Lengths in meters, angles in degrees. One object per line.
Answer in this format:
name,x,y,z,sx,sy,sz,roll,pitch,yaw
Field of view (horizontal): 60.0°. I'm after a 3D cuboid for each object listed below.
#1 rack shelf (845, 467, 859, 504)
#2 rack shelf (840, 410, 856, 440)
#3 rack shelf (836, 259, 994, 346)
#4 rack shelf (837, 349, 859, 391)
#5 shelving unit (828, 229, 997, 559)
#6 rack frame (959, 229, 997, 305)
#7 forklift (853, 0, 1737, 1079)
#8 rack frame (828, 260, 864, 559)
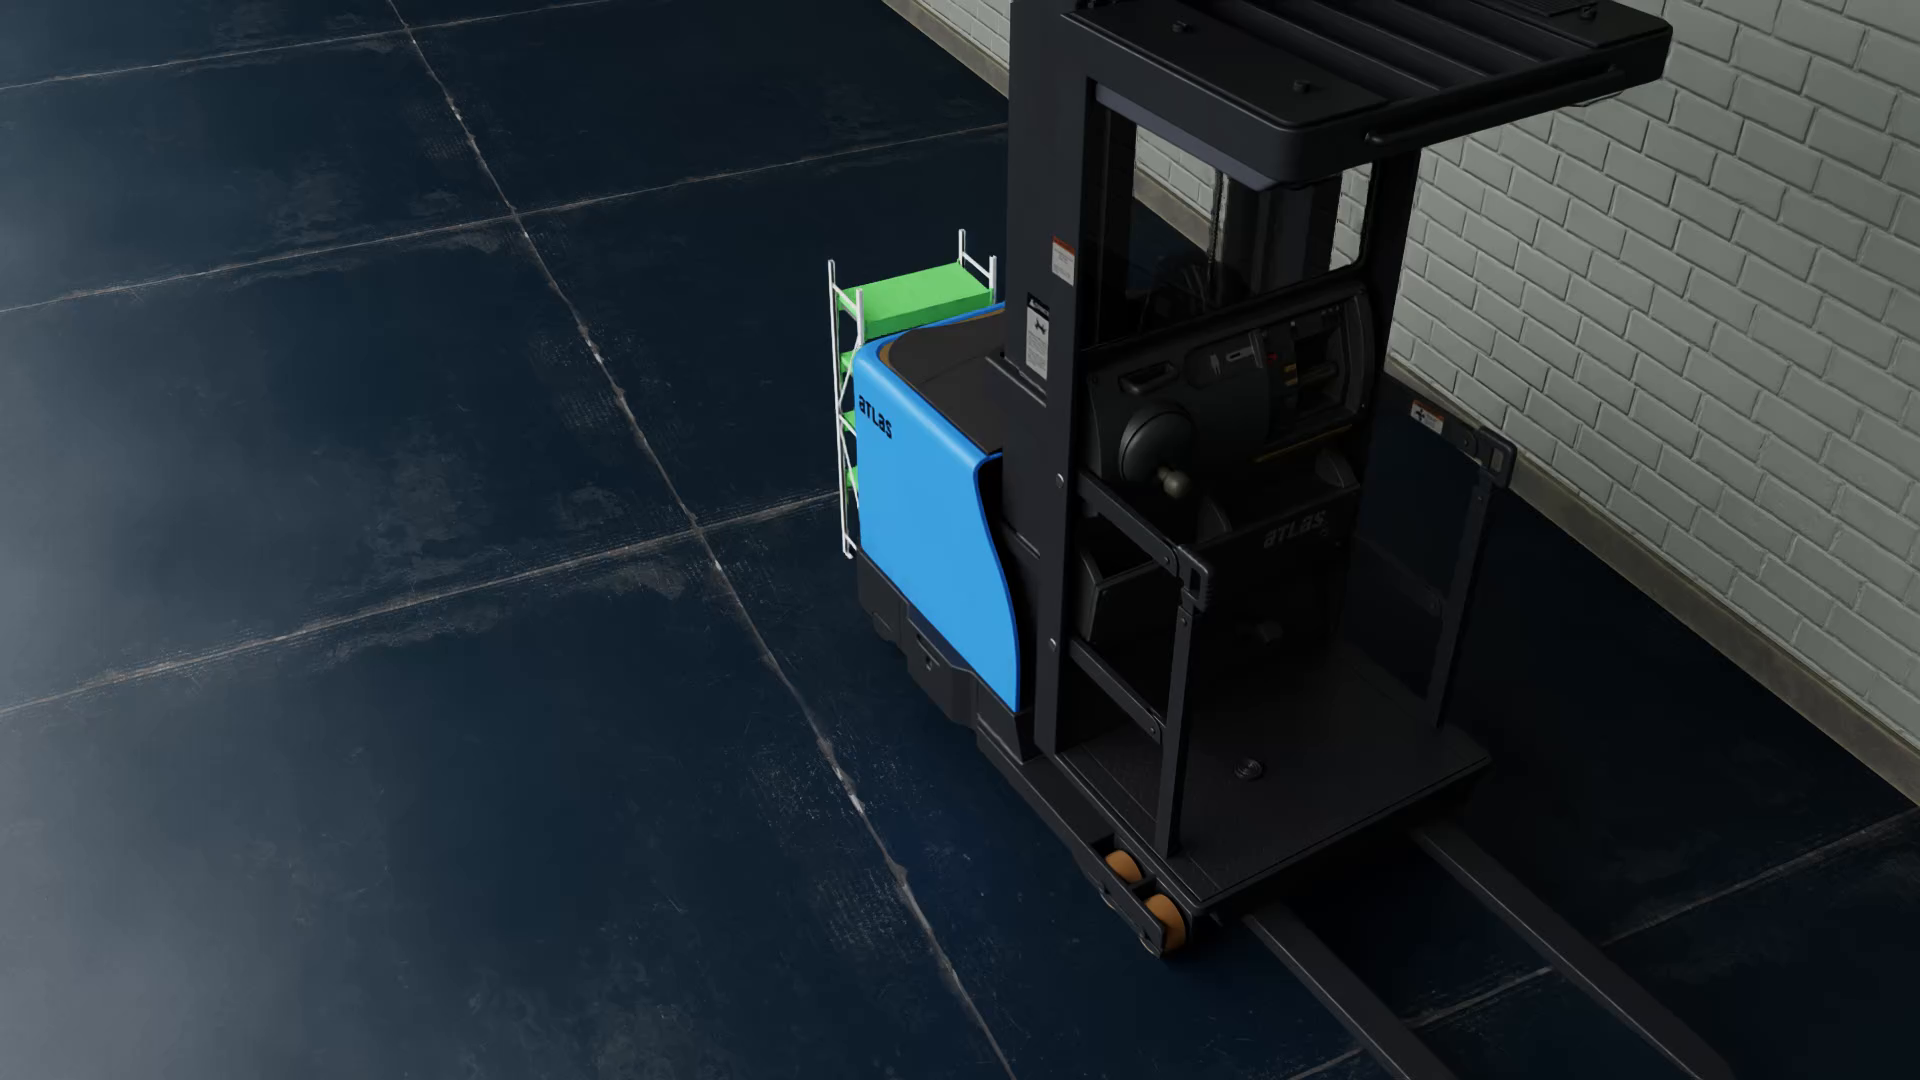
rack shelf,-0.157,-0.201,6.024,0.480,0.148,0.258,-17,40,-22
rack shelf,-0.157,-0.394,5.881,0.480,0.148,0.258,-17,40,-22
rack shelf,-0.157,-0.779,5.595,0.480,0.148,0.258,-17,40,-22
rack shelf,-0.157,-0.587,5.738,0.480,0.148,0.258,-17,40,-22
shelving unit,-0.157,-0.445,5.843,0.503,1.200,0.258,-17,40,-22
rack frame,0.059,-0.513,5.934,0.015,1.200,0.240,-17,40,-22
forklift,0.839,-0.333,4.238,1.130,2.935,3.031,-20,41,-25
rack frame,-0.373,-0.377,5.751,0.015,1.200,0.240,-17,40,-22
